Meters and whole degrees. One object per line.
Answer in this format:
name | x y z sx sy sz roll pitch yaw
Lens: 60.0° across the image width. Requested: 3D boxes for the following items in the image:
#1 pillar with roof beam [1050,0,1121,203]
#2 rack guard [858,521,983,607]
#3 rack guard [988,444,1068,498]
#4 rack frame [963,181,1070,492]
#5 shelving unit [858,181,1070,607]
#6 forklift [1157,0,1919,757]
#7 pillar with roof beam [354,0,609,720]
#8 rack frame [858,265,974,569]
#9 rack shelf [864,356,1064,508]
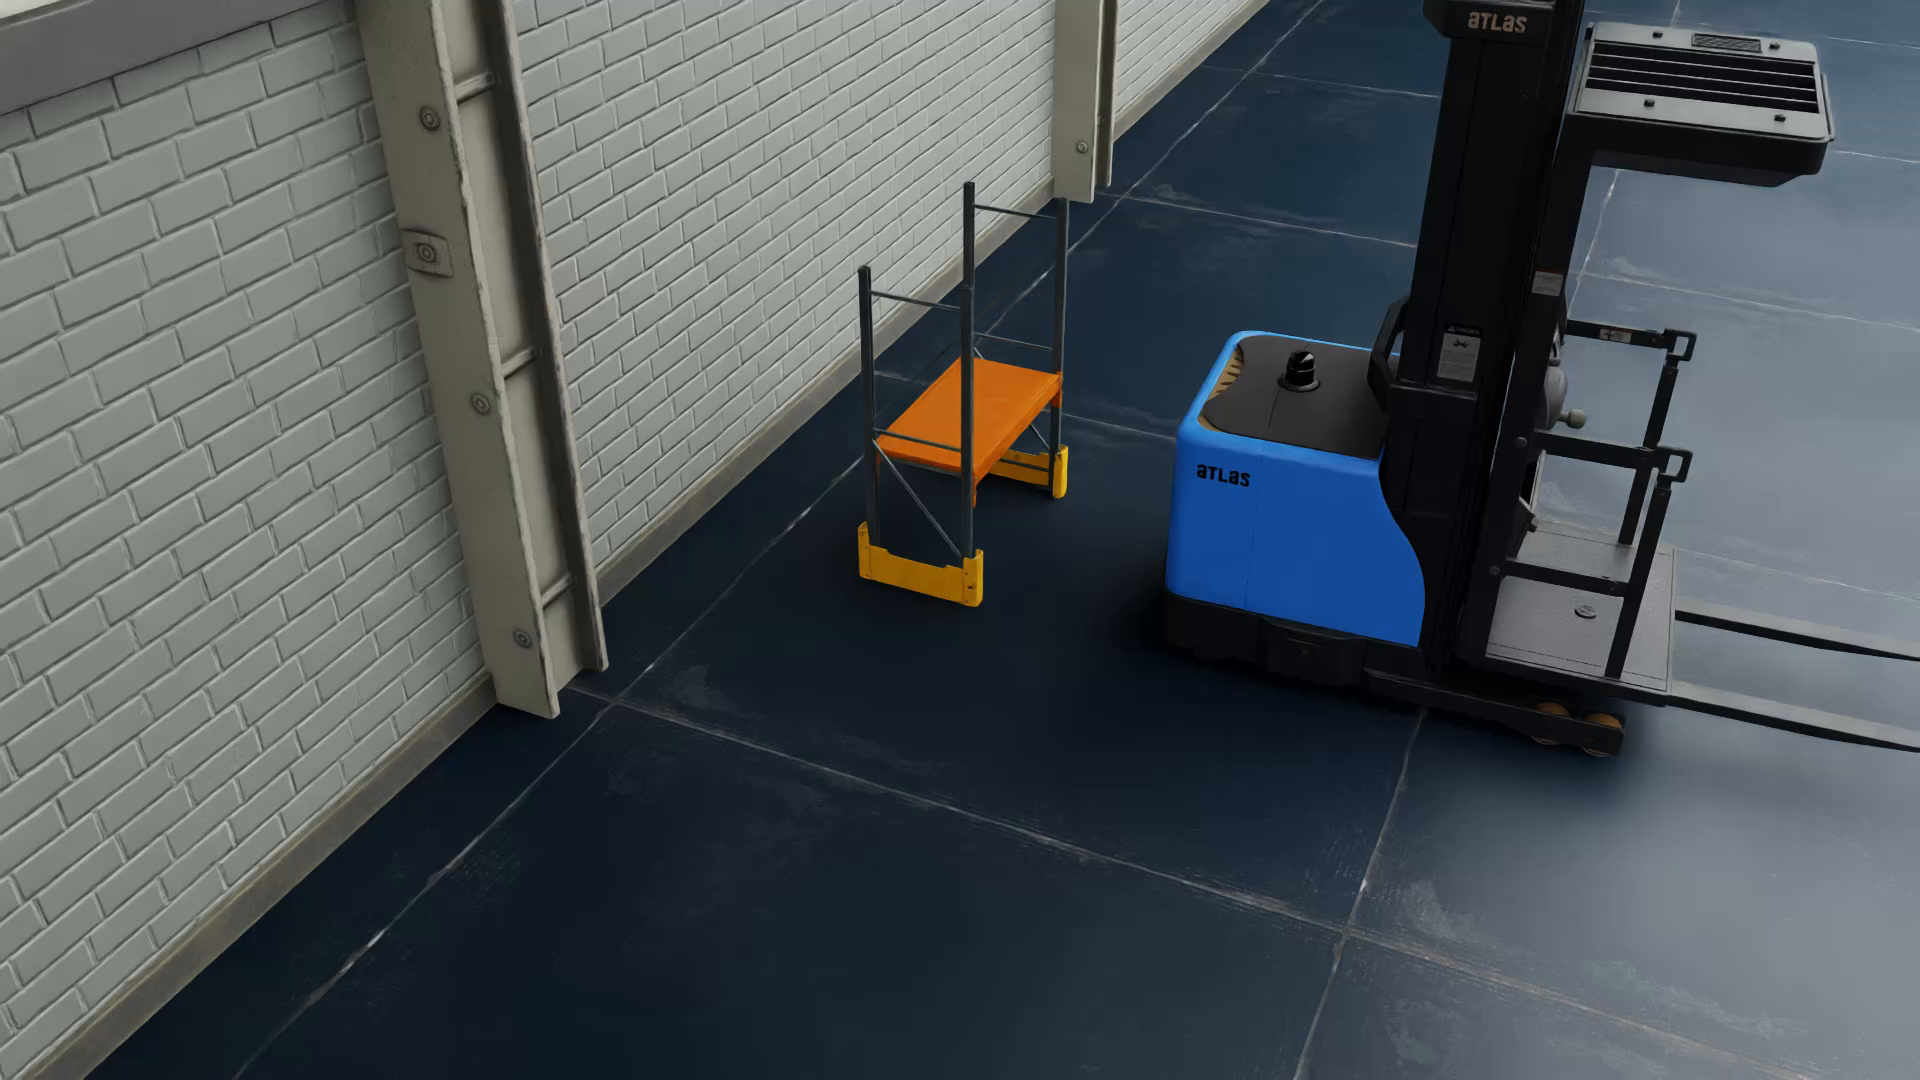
pillar with roof beam | 4.734 -5.178 7.440 9.100 9.000 0.400 14 36 20
rack guard | -0.176 0.106 7.361 0.587 0.250 0.087 14 36 20
rack guard | 0.240 -0.391 8.118 0.587 0.250 0.087 14 36 20
rack frame | 0.248 -0.923 7.790 0.500 1.500 0.032 14 36 20
shelving unit | 0.032 -0.665 7.397 0.587 1.500 1.083 14 36 20
forklift | 2.406 -0.715 6.167 3.031 2.935 1.130 12 35 18
pillar with roof beam | 2.224 -2.190 2.883 9.100 9.000 0.400 14 36 20
rack frame | -0.177 -0.417 7.017 0.500 1.500 0.032 14 36 20
rack shelf | 0.036 -0.519 7.502 0.538 0.185 1.000 14 36 20
